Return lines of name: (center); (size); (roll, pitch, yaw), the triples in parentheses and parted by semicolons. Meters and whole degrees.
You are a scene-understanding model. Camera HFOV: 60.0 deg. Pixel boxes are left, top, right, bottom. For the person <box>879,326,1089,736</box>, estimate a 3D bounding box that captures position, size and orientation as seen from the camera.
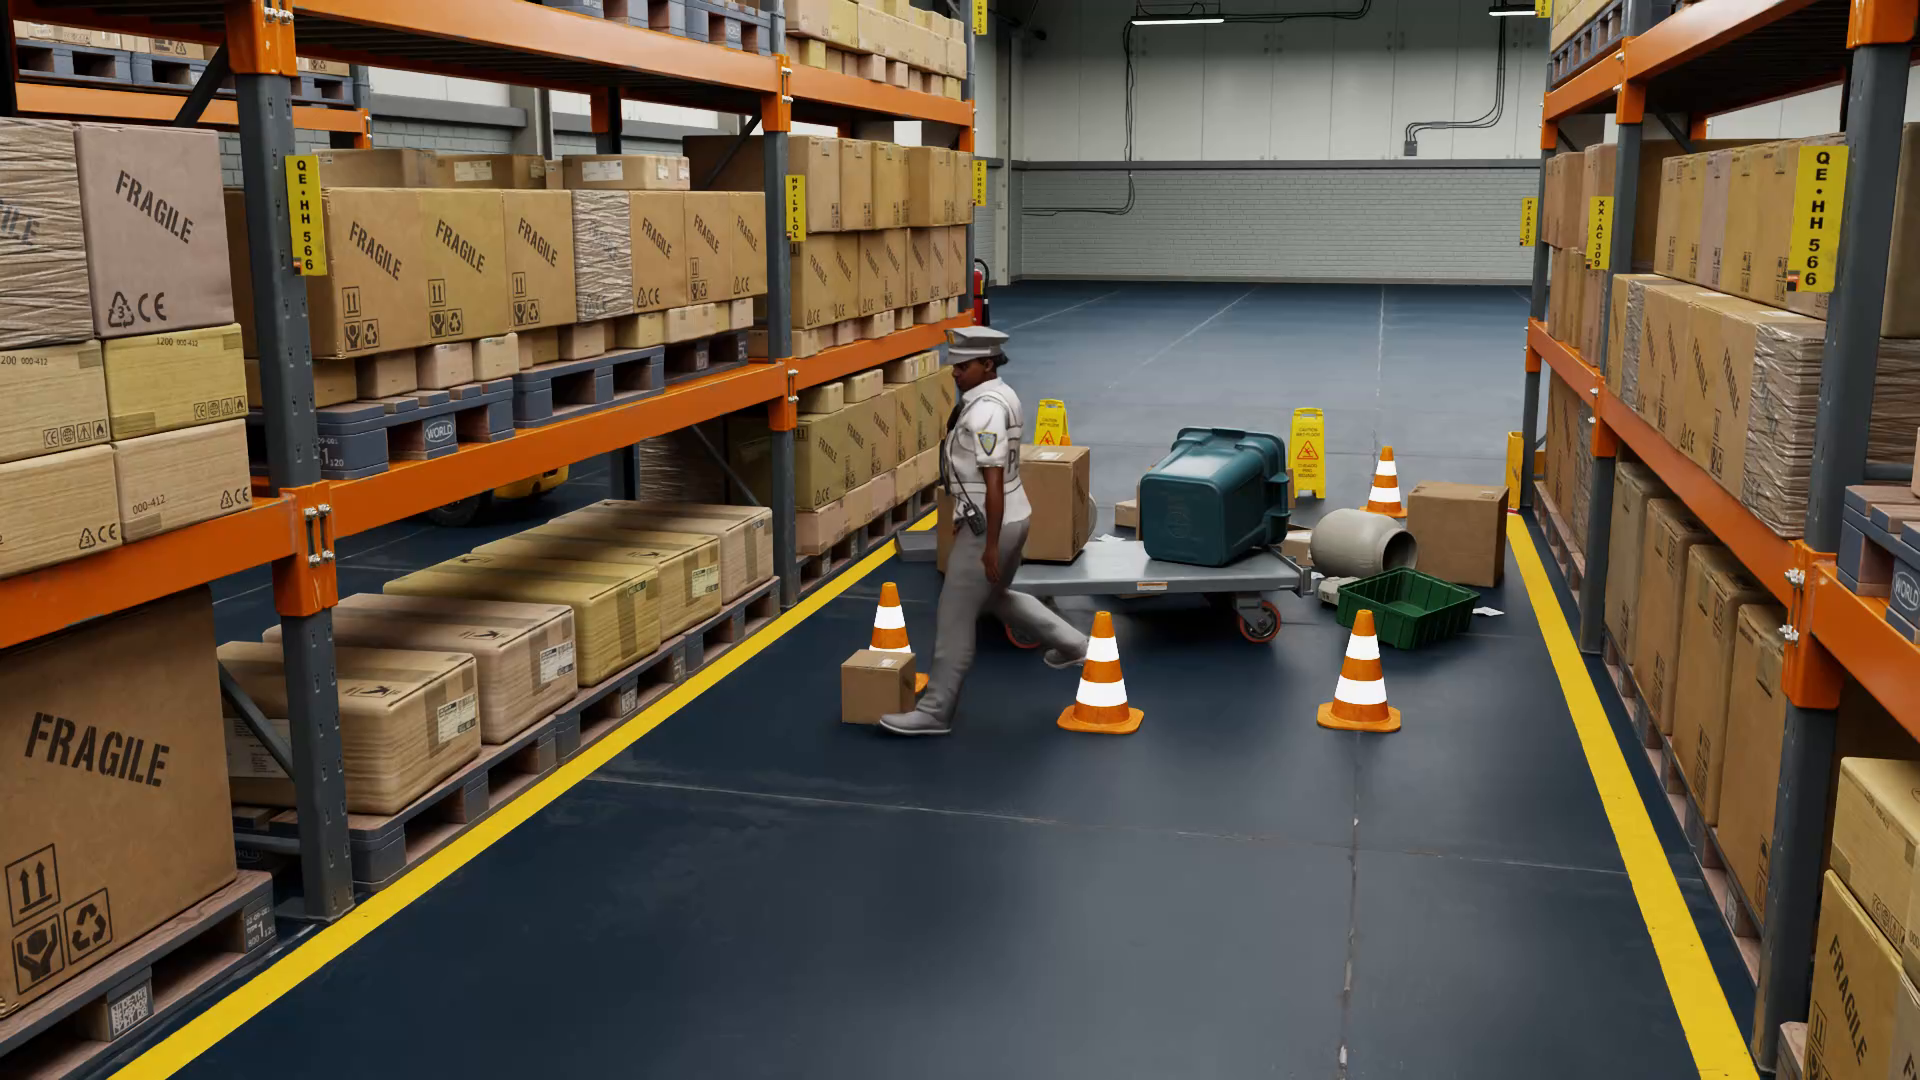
person: (0.133, -0.050, 6.728); (0.834, 1.634, 0.603); (2, 12, 12)
